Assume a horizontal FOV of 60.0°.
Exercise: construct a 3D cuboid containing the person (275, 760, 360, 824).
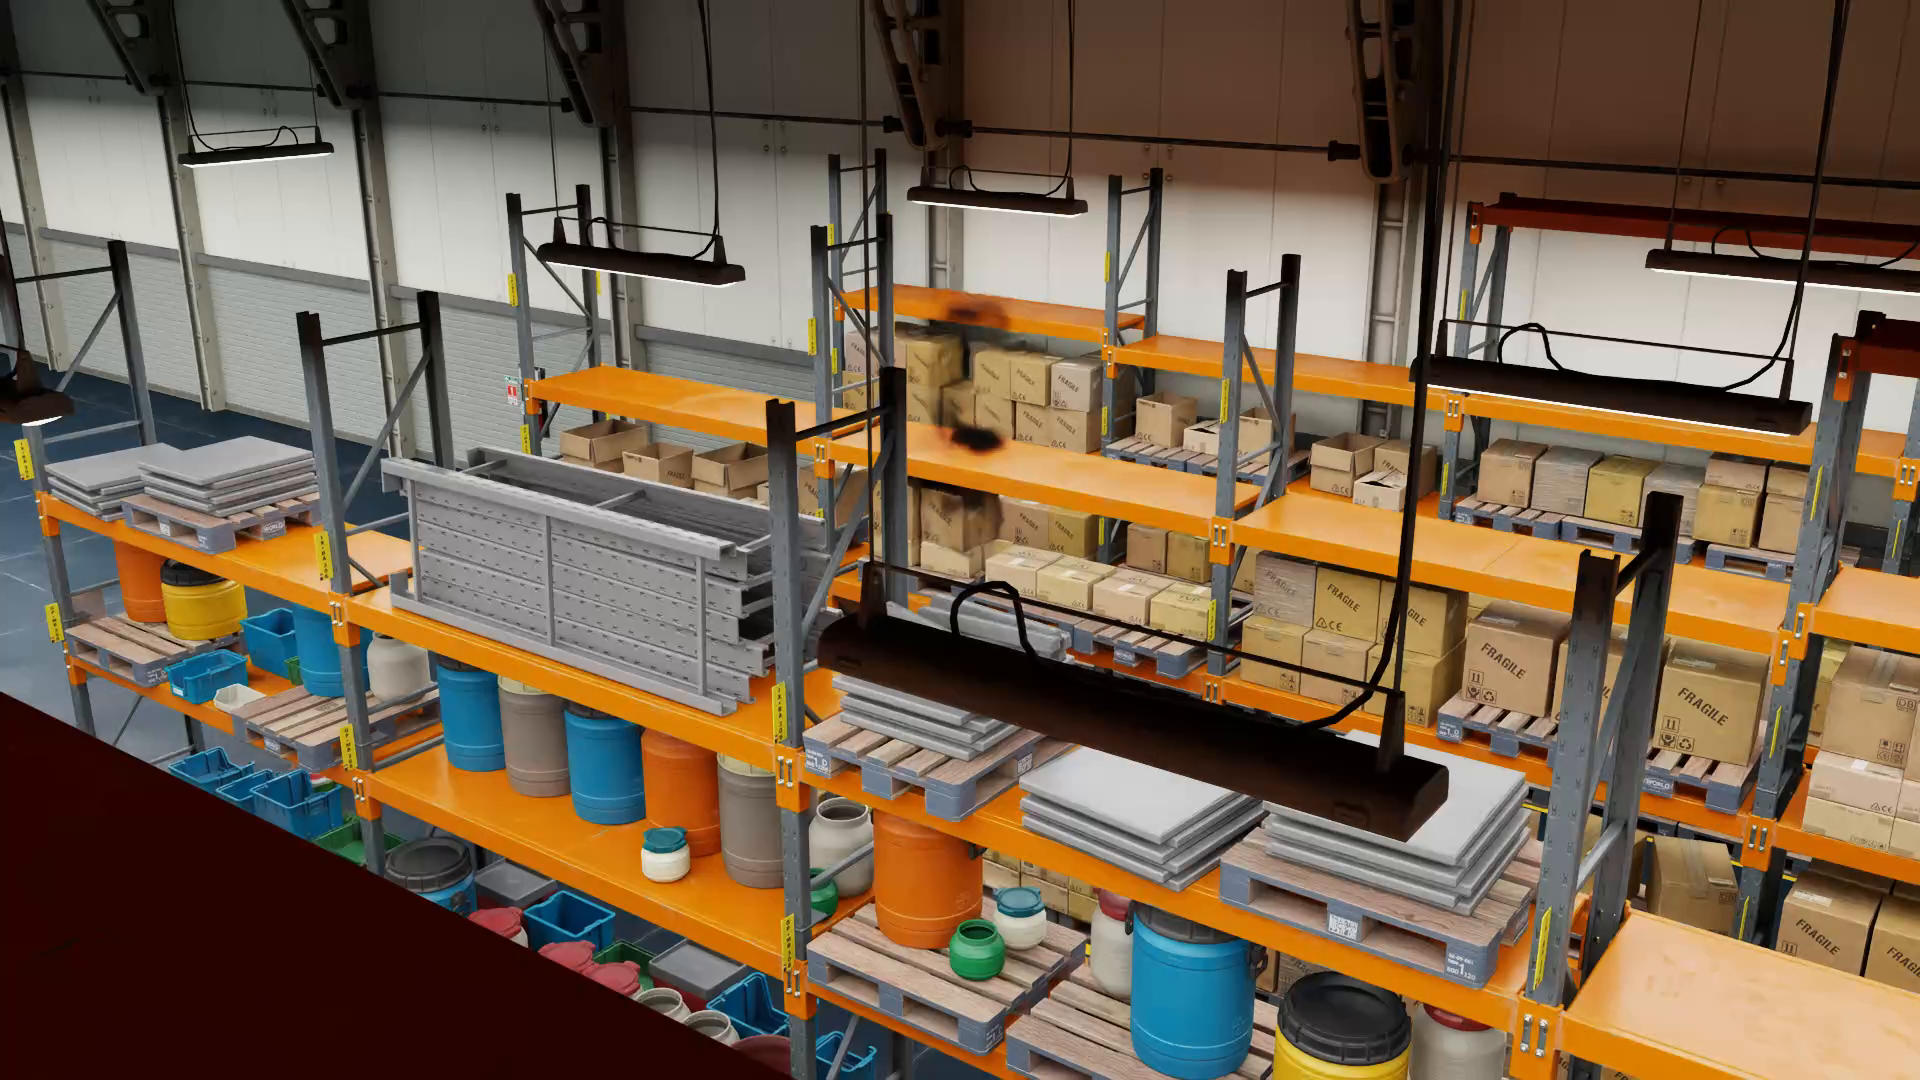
[{"bbox_3d":[-6.106,2.251,15.809,0.788,1.638,0.663,1,19,4],"label":"person"}]
